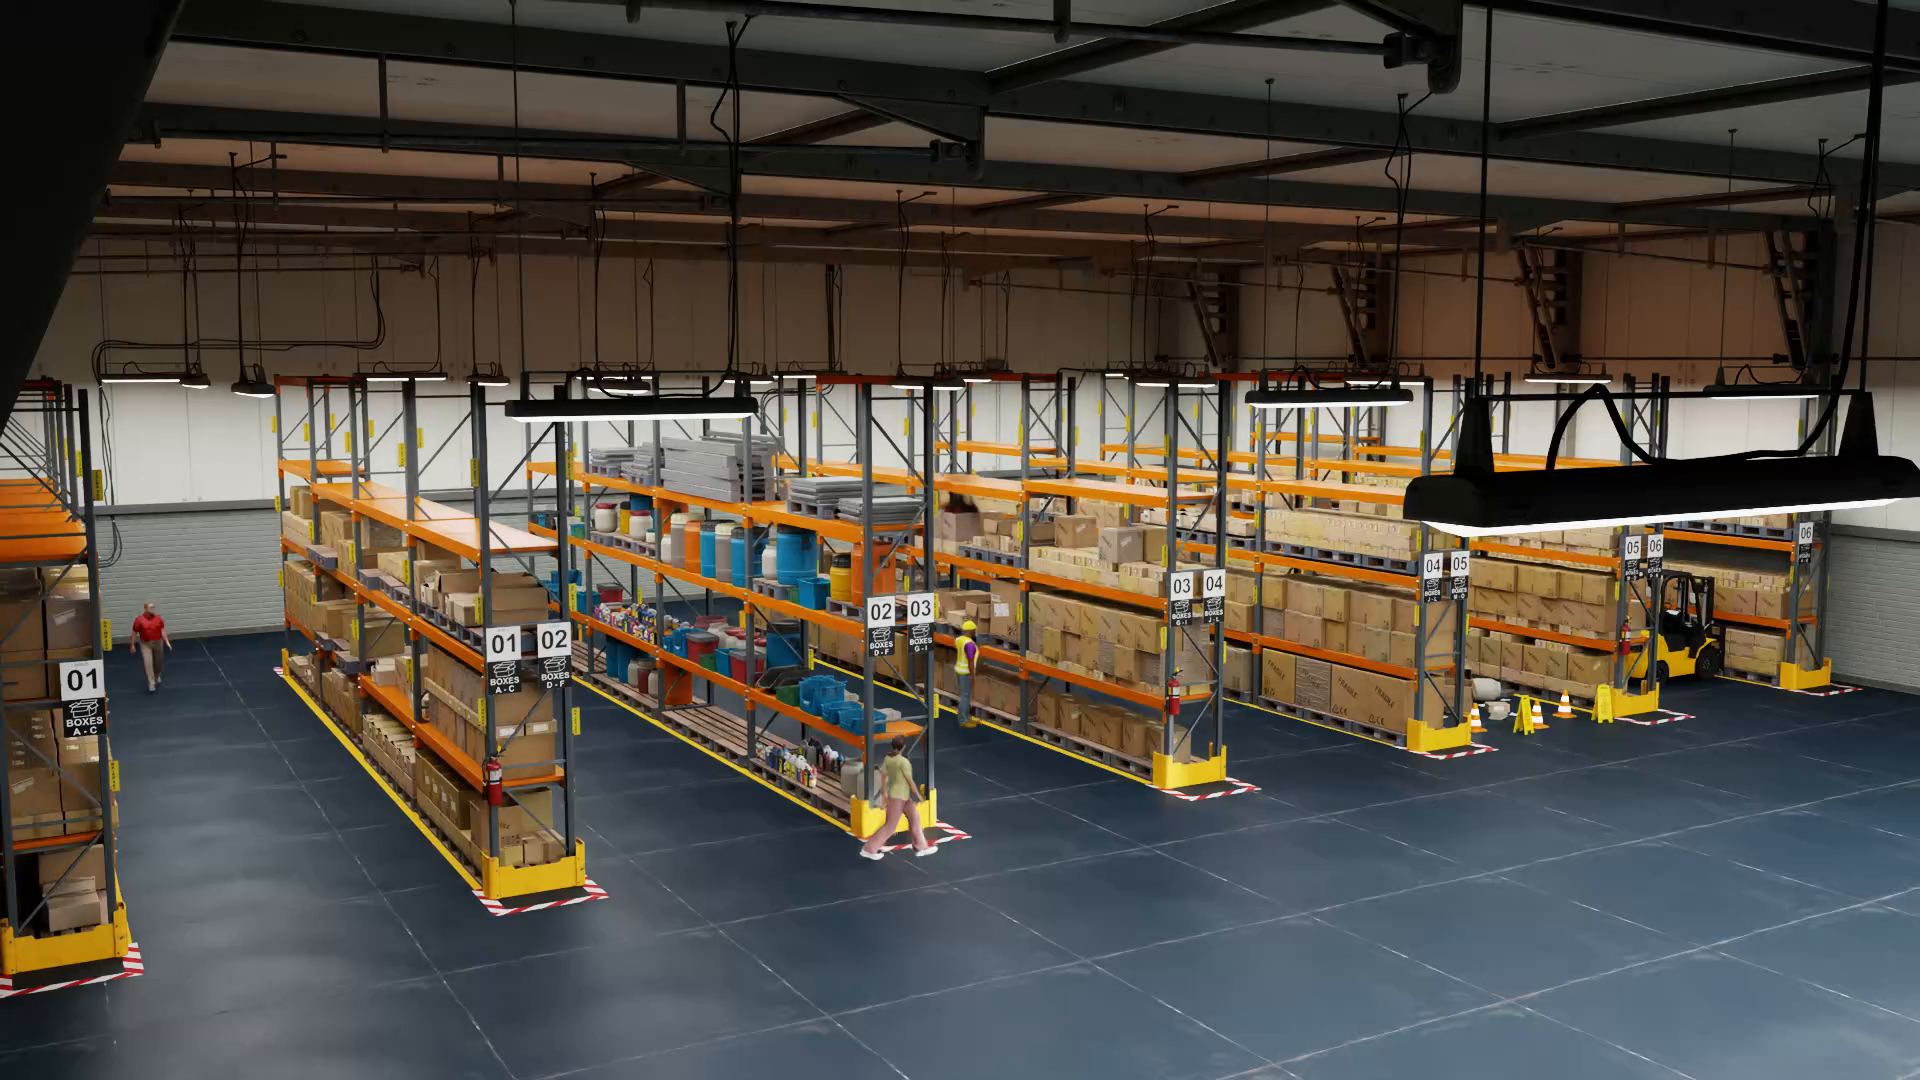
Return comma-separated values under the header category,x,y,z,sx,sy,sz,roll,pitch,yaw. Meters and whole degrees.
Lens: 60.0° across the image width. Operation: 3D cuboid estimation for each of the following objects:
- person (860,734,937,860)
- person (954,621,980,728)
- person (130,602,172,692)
category,x,y,z,sx,sy,sz,roll,pitch,yaw
person,-0.770,3.242,20.953,1.032,1.616,0.405,-2,6,-13
person,0.160,2.216,27.552,0.463,1.771,0.601,-2,6,-16
person,-15.483,2.022,31.802,0.707,1.677,1.072,-4,7,-33
